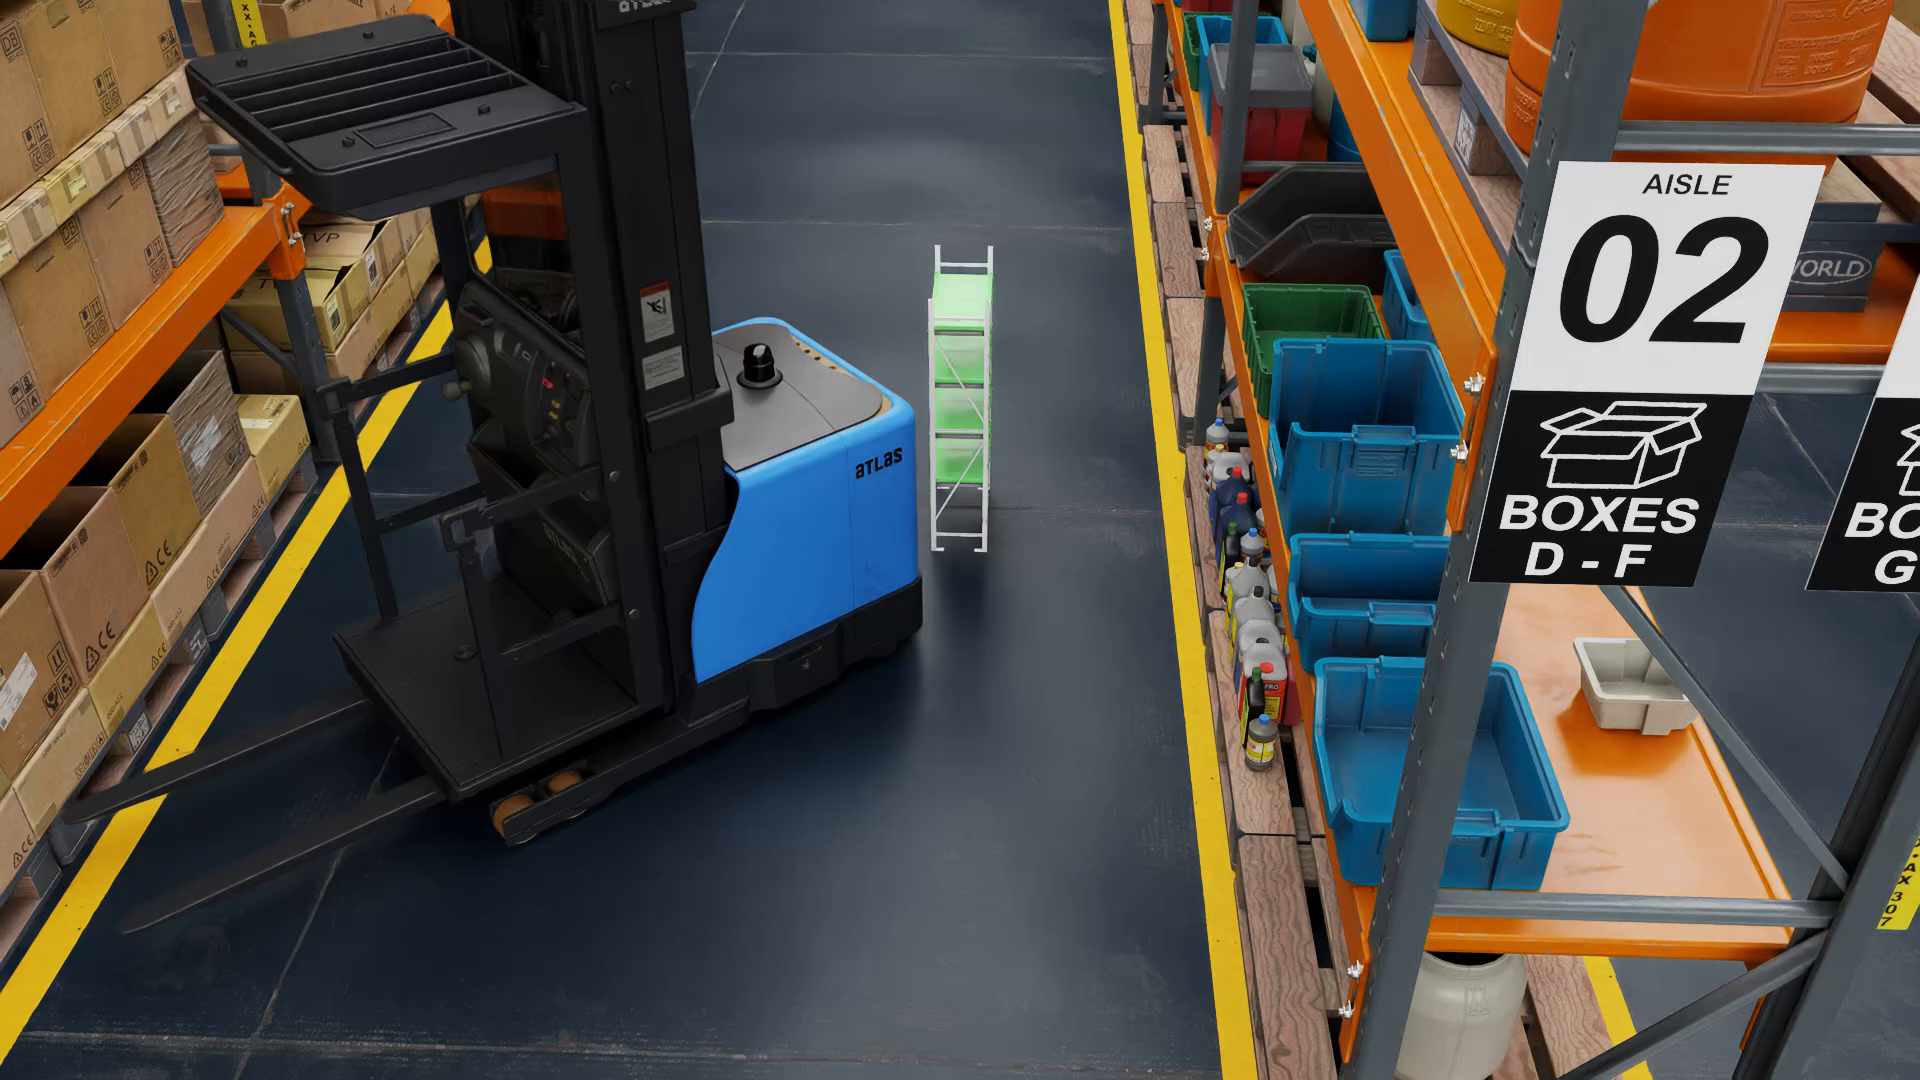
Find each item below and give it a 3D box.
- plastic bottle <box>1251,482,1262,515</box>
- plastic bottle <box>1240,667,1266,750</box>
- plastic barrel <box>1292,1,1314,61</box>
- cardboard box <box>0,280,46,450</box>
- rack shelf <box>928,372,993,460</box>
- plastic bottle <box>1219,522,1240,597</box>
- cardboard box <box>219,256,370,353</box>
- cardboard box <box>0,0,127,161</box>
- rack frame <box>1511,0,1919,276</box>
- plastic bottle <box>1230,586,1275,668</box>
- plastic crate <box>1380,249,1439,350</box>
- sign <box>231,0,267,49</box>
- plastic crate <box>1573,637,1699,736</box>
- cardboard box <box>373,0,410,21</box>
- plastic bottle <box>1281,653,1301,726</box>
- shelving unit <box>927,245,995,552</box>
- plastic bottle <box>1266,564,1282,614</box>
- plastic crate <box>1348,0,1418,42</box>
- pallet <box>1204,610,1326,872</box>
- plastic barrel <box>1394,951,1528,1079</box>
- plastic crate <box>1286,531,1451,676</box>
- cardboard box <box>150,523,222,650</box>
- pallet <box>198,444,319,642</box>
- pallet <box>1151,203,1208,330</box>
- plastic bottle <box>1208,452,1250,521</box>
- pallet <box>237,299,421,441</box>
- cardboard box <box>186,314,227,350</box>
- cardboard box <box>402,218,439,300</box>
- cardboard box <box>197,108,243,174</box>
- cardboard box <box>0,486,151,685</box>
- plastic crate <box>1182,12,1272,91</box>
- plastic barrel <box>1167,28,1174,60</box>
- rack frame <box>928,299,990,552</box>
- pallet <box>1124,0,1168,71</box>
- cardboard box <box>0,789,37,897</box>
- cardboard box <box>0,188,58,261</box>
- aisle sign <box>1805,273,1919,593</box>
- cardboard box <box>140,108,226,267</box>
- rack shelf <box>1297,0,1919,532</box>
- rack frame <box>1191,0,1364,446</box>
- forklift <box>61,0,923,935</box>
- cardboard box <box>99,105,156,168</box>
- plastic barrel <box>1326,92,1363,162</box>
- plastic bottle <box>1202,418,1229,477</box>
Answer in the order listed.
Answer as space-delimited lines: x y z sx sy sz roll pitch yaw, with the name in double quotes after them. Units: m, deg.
1.258 -0.151 6.778 0.144 0.351 0.185 1 35 2 "plastic bottle"
1.023 0.584 5.790 0.061 0.283 0.133 2 35 3 "plastic bottle"
1.848 -2.534 8.129 0.433 0.535 0.433 0 35 0 "plastic barrel"
-3.457 -0.529 5.307 0.700 0.500 0.500 2 35 3 "cardboard box"
0.007 -0.534 7.077 0.258 0.148 0.480 1 35 2 "rack shelf"
1.059 0.075 6.514 0.061 0.283 0.133 3 35 4 "plastic bottle"
-3.122 -1.137 7.797 0.500 0.311 0.500 1 35 2 "cardboard box"
-3.418 -1.655 5.781 0.700 0.500 0.500 1 35 2 "cardboard box"
1.401 -1.669 1.798 1.000 3.000 0.127 1 35 2 "rack frame"
1.082 0.305 6.128 0.144 0.351 0.185 3 35 4 "plastic bottle"
1.788 -0.809 5.922 0.499 0.251 0.616 1 35 2 "plastic crate"
-2.833 -2.004 6.670 0.100 0.325 0.005 1 35 2 "sign"
1.758 0.387 4.320 0.298 0.136 0.250 1 35 2 "plastic crate"
-3.278 -3.004 8.828 0.500 0.500 0.500 0 35 -1 "cardboard box"
1.180 0.510 5.896 0.061 0.283 0.133 1 35 2 "plastic bottle"
0.007 -0.586 7.040 0.258 1.200 0.503 1 35 2 "shelving unit"
1.239 0.218 6.318 0.152 0.276 0.135 1 35 2 "plastic bottle"
1.177 -1.538 4.234 0.392 0.384 0.575 1 35 2 "plastic crate"
1.447 0.716 6.047 1.003 0.211 1.213 1 35 2 "pallet"
1.351 1.252 4.658 0.421 0.512 0.421 0 35 0 "plastic barrel"
1.154 0.179 4.516 0.499 0.251 0.408 1 35 2 "plastic crate"
-3.223 0.170 6.425 0.500 0.250 0.500 1 35 2 "cardboard box"
-3.462 -0.032 7.112 1.003 0.211 1.213 1 35 2 "pallet"
1.600 -1.526 9.238 1.003 0.211 1.213 1 35 2 "pallet"
1.125 -0.219 6.939 0.152 0.276 0.135 3 35 4 "plastic bottle"
-3.397 -0.912 8.365 1.003 0.211 1.213 1 35 2 "pallet"
-3.658 -1.145 7.808 0.500 0.311 0.500 1 35 2 "cardboard box"
-3.084 -1.493 8.792 0.500 0.250 0.500 0 35 0 "cardboard box"
-3.412 -1.851 7.406 0.500 0.250 0.500 3 35 5 "cardboard box"
-3.242 0.151 5.801 0.500 0.500 0.500 1 35 2 "cardboard box"
1.349 -2.433 8.287 0.450 0.188 0.662 1 35 2 "plastic crate"
1.658 -3.572 11.523 0.421 0.512 0.421 0 35 0 "plastic barrel"
-0.003 -0.446 6.841 0.240 1.200 0.015 1 35 2 "rack frame"
1.764 -3.823 12.506 1.003 0.211 1.213 1 35 2 "pallet"
-3.288 1.032 5.199 0.500 0.250 0.500 1 35 2 "cardboard box"
-3.237 -1.045 5.477 0.380 0.149 0.250 2 35 3 "cardboard box"
1.691 -0.230 2.707 0.394 0.787 0.004 1 35 2 "aisle sign"
-3.399 -1.415 6.567 0.700 0.500 0.500 0 35 1 "cardboard box"
1.481 -1.296 4.503 1.077 0.370 4.000 1 35 2 "rack shelf"
1.561 -1.512 6.793 1.000 3.000 0.127 1 35 2 "rack frame"
-1.615 -0.494 5.404 3.031 2.935 1.130 -25 42 -31 "forklift"
-3.205 -1.482 6.098 0.380 0.149 0.250 0 35 1 "cardboard box"
1.880 -1.932 6.955 0.600 0.901 0.708 1 35 2 "plastic barrel"
1.111 -0.403 7.205 0.097 0.271 0.097 0 35 0 "plastic bottle"
